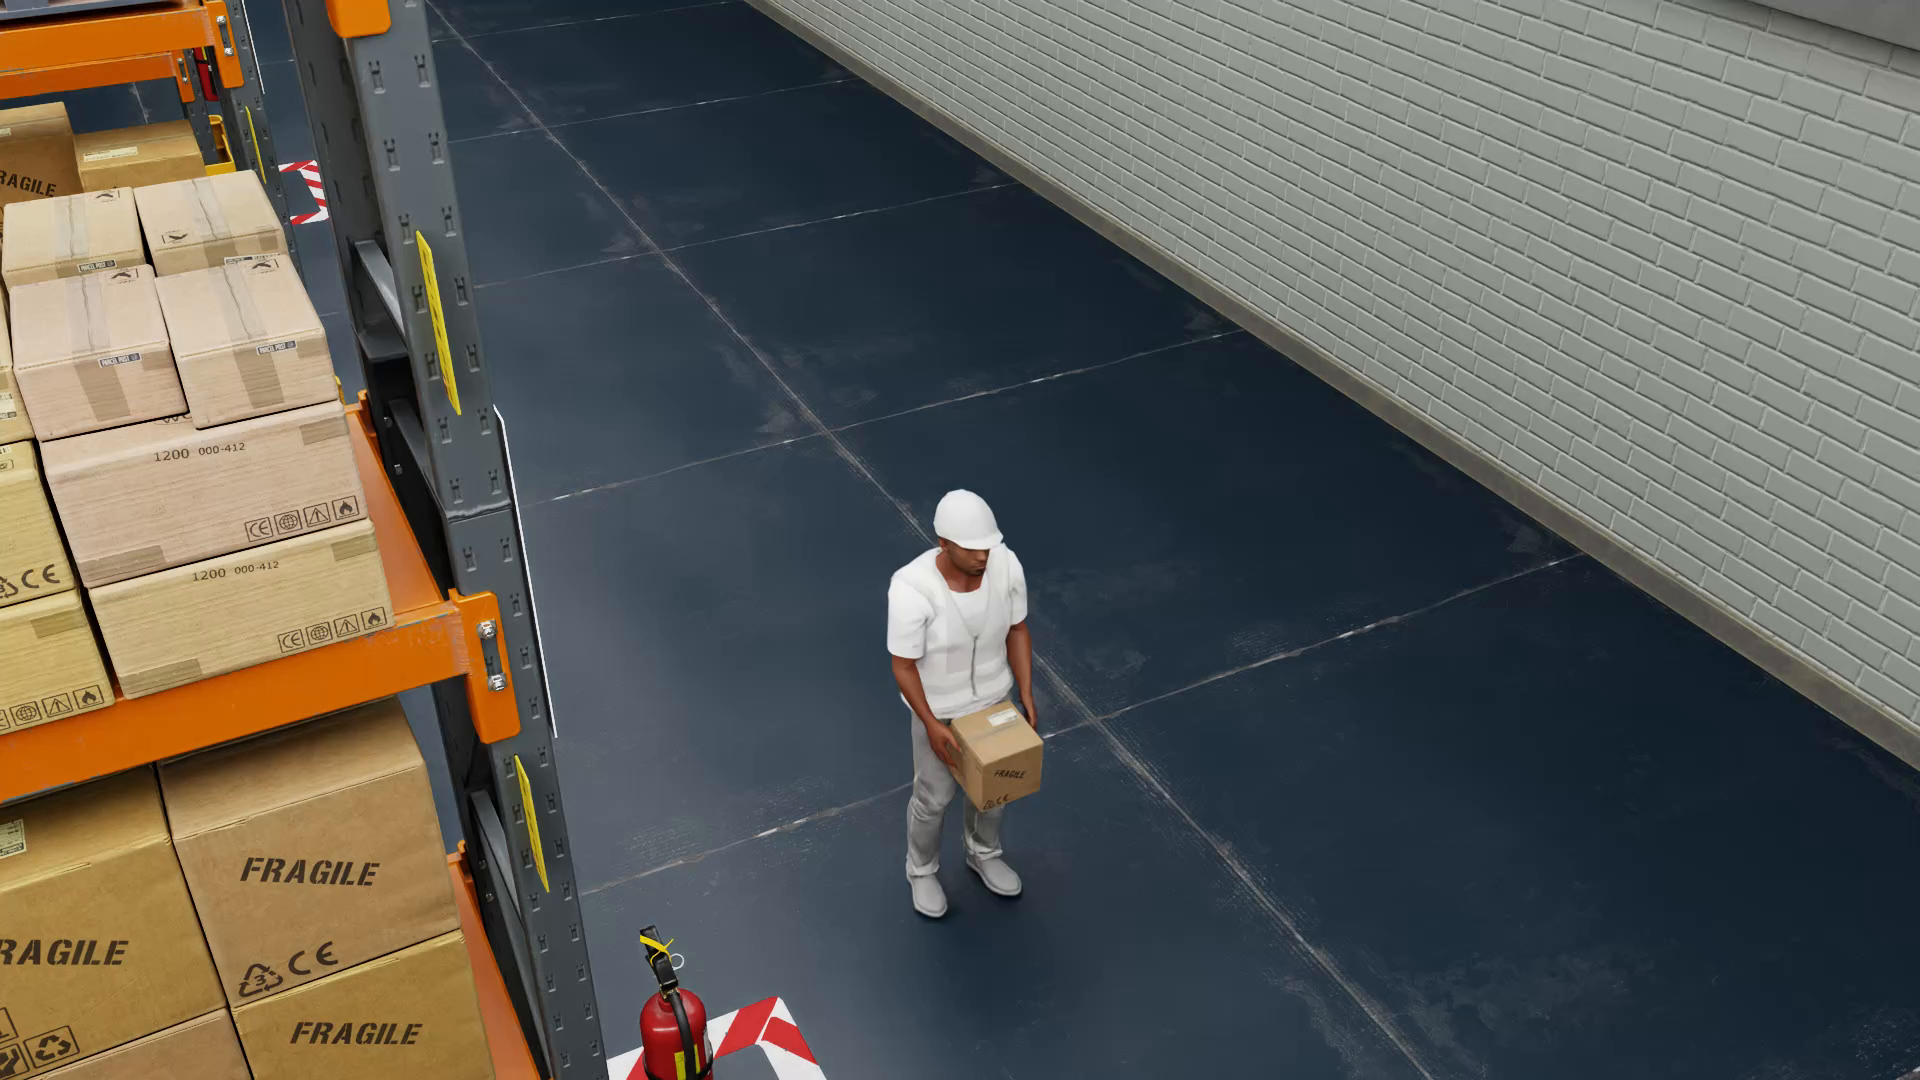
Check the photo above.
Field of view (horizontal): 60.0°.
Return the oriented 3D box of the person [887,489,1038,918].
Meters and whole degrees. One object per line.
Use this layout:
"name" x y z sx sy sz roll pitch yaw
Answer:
"person" 0.020 0.603 6.182 0.572 1.767 0.470 -17 36 -24
